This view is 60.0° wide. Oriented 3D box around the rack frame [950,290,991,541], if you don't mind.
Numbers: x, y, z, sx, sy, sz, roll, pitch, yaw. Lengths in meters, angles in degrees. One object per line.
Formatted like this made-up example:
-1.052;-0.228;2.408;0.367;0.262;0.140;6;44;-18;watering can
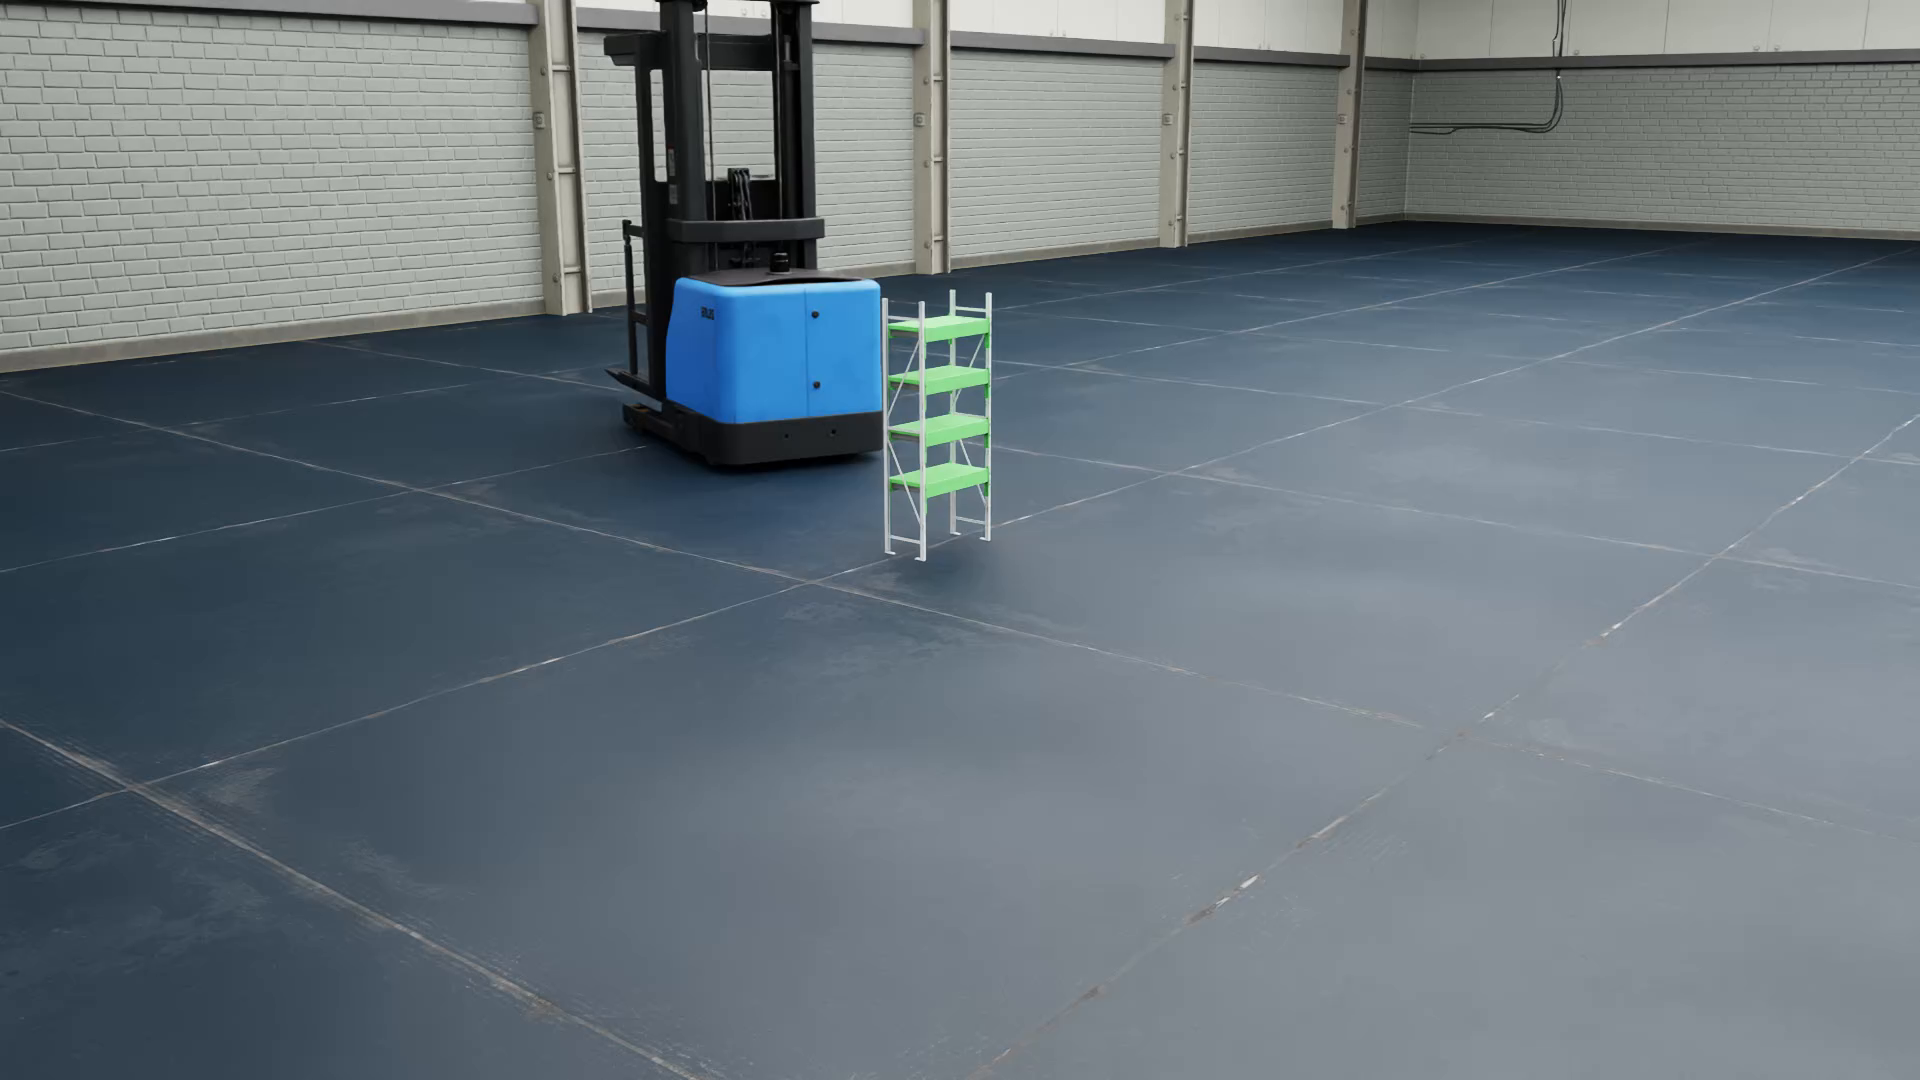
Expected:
0.049;-0.597;8.034;0.240;1.200;0.015;11;18;38;rack frame

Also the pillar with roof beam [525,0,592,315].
-0.789;-6.097;13.846;9.100;9.000;0.400;11;18;38;pillar with roof beam

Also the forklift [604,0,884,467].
-1.583;-2.161;10.675;1.130;2.935;3.031;-7;16;-27;forklift

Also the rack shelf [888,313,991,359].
-0.104;-0.953;7.748;0.258;0.148;0.480;11;18;38;rack shelf

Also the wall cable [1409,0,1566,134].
10.055;-9.065;31.835;3.097;2.526;0.112;11;18;38;wall cable

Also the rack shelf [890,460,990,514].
-0.104;-0.255;7.925;0.258;0.148;0.480;11;18;38;rack shelf

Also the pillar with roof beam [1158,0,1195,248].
6.753;-8.395;22.892;9.100;9.000;0.400;11;18;38;pillar with roof beam

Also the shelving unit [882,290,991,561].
-0.104;-0.550;7.850;0.258;1.200;0.503;11;18;38;shelving unit

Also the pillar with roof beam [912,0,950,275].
2.982;-7.246;18.369;9.100;9.000;0.400;11;18;38;pillar with roof beam

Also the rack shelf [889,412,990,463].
-0.104;-0.488;7.866;0.258;0.148;0.480;11;18;38;rack shelf

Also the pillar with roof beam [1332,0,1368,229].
10.524;-9.544;27.415;9.100;9.000;0.400;11;18;38;pillar with roof beam

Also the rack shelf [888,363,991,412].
-0.104;-0.721;7.807;0.258;0.148;0.480;11;18;38;rack shelf

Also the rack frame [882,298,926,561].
-0.257;-0.503;7.666;0.240;1.200;0.015;11;18;38;rack frame
